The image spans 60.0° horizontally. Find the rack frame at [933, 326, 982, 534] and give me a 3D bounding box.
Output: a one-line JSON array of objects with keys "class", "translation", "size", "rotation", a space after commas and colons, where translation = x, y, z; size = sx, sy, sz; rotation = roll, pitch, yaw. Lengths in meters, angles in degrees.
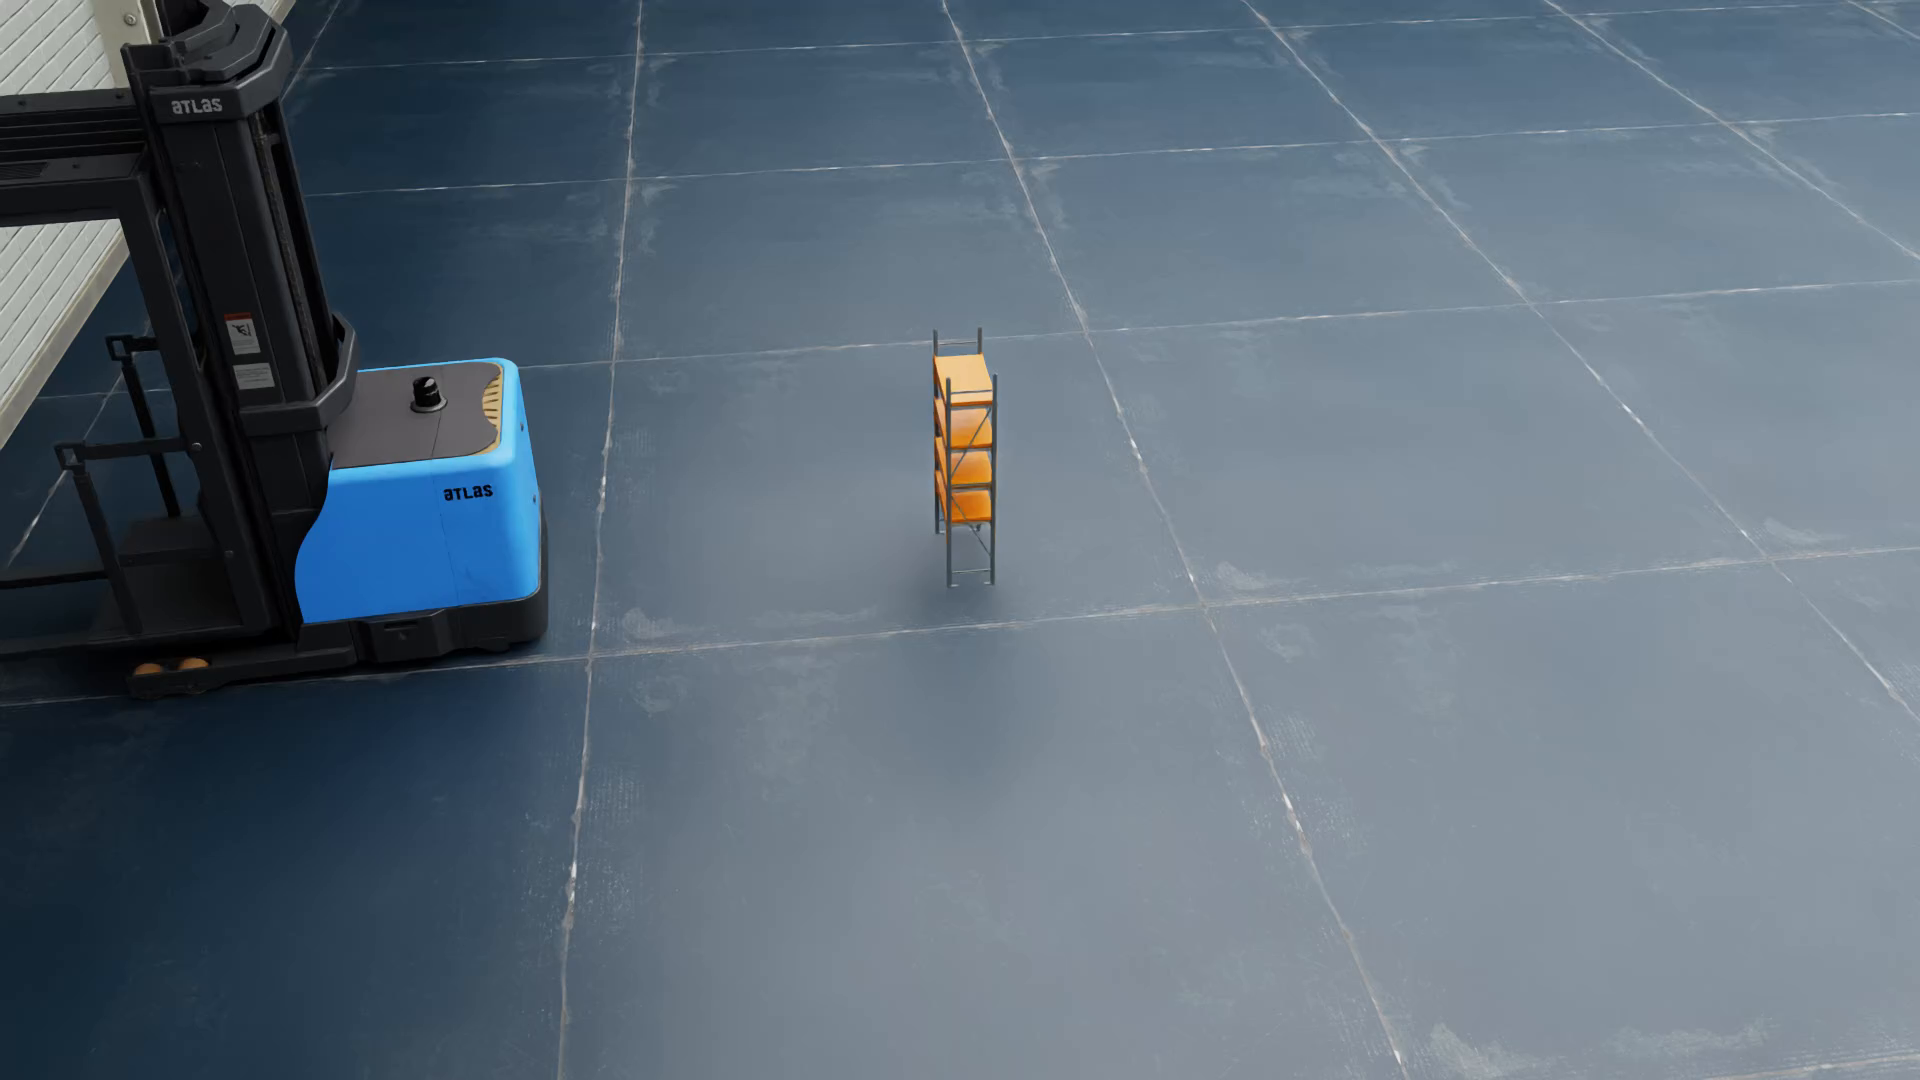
[{"class": "rack frame", "translation": [-0.011, -0.540, 8.476], "size": [0.240, 1.200, 0.015], "rotation": [-4, 35, -6]}]

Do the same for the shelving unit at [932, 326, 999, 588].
[{"class": "shelving unit", "translation": [0.022, -0.403, 8.277], "size": [0.258, 1.200, 0.503], "rotation": [-4, 35, -6]}]

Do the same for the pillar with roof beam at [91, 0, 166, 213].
[{"class": "pillar with roof beam", "translation": [-1.585, -6.583, 10.419], "size": [9.100, 9.000, 0.400], "rotation": [-4, 35, -6]}]

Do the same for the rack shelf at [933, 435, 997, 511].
[{"class": "rack shelf", "translation": [0.022, -0.348, 8.314], "size": [0.258, 0.148, 0.480], "rotation": [-4, 35, -6]}]

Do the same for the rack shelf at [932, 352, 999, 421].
[{"class": "rack shelf", "translation": [0.022, -0.728, 8.055], "size": [0.258, 0.148, 0.480], "rotation": [-4, 35, -6]}]

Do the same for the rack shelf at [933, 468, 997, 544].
[{"class": "rack shelf", "translation": [0.022, -0.184, 8.426], "size": [0.258, 0.148, 0.480], "rotation": [-4, 35, -6]}]

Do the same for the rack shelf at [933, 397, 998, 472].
[{"class": "rack shelf", "translation": [0.022, -0.533, 8.188], "size": [0.258, 0.148, 0.480], "rotation": [-4, 35, -6]}]

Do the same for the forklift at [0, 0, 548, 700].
[{"class": "forklift", "translation": [-3.556, -0.800, 7.322], "size": [3.031, 2.935, 1.130], "rotation": [-7, 35, -10]}]

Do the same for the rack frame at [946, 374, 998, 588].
[{"class": "rack frame", "translation": [0.055, -0.267, 8.077], "size": [0.240, 1.200, 0.015], "rotation": [-4, 35, -6]}]
